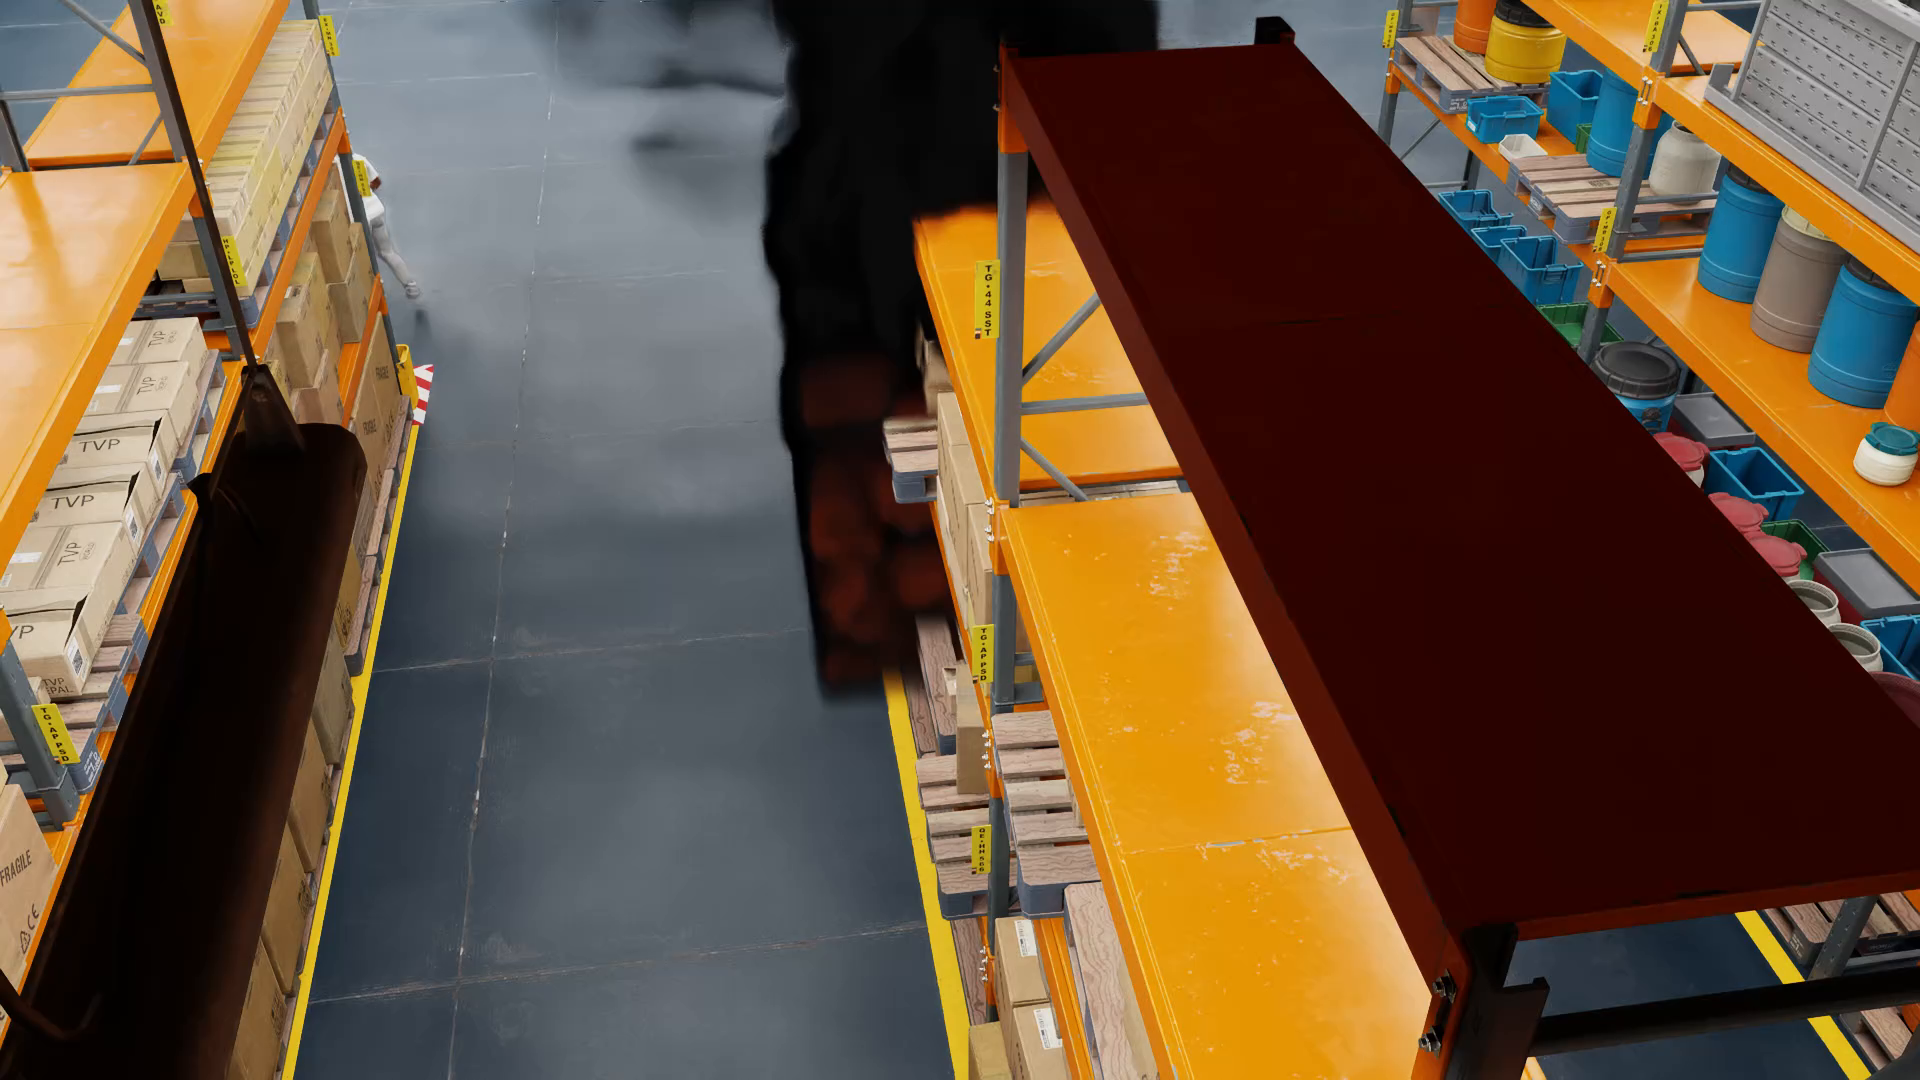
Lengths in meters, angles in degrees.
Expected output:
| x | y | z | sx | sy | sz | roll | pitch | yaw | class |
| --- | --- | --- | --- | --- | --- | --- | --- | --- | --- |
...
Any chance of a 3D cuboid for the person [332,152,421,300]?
| x | y | z | sx | sy | sz | roll | pitch | yaw | class |
| --- | --- | --- | --- | --- | --- | --- | --- | --- | --- |
| -5.804 | -3.074 | 16.265 | 1.046 | 1.718 | 0.745 | 20 | 41 | 25 | person |
